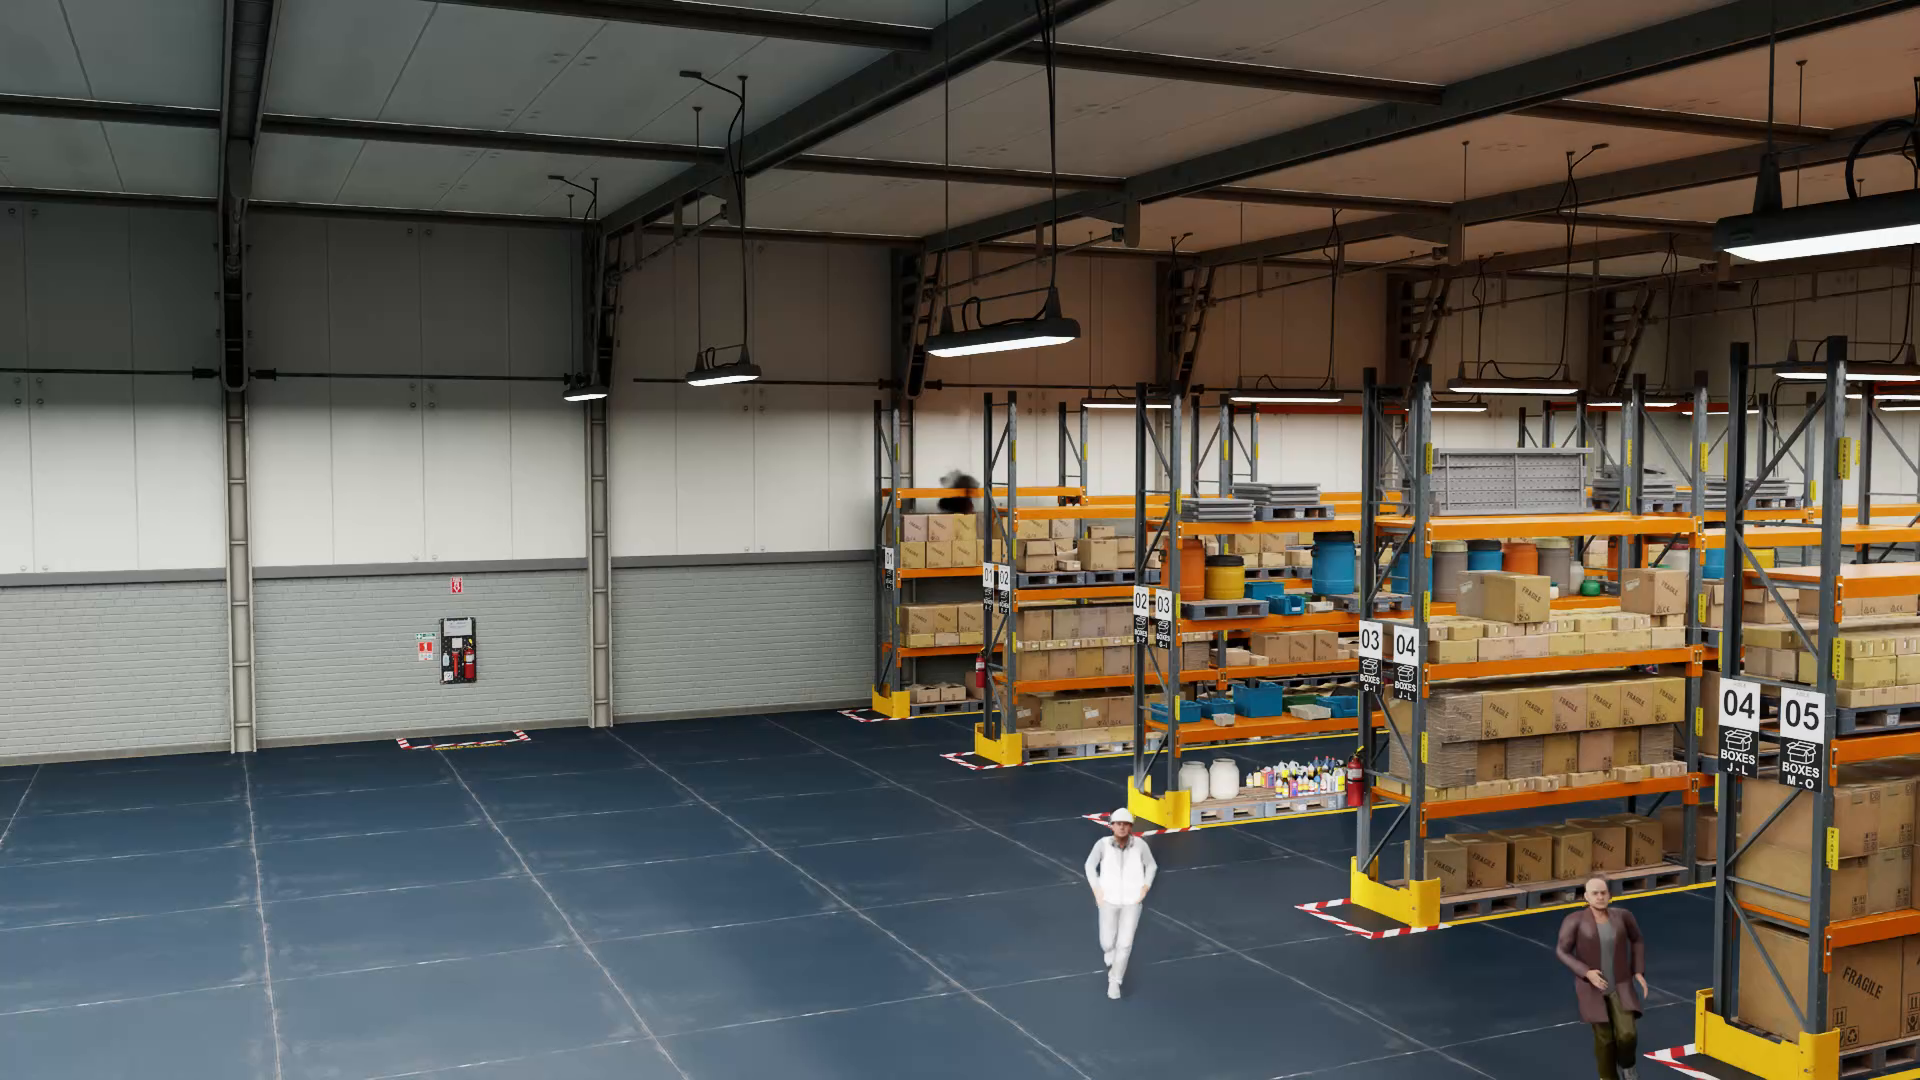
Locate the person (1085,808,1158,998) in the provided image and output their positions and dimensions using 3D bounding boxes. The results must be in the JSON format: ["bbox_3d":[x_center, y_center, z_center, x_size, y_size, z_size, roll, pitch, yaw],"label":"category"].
[{"bbox_3d":[1.529,3.389,15.765,0.681,1.745,0.681,0,3,5],"label":"person"}]

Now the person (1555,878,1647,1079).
[{"bbox_3d":[5.060,3.540,13.089,0.705,1.719,0.576,1,3,10],"label":"person"}]
